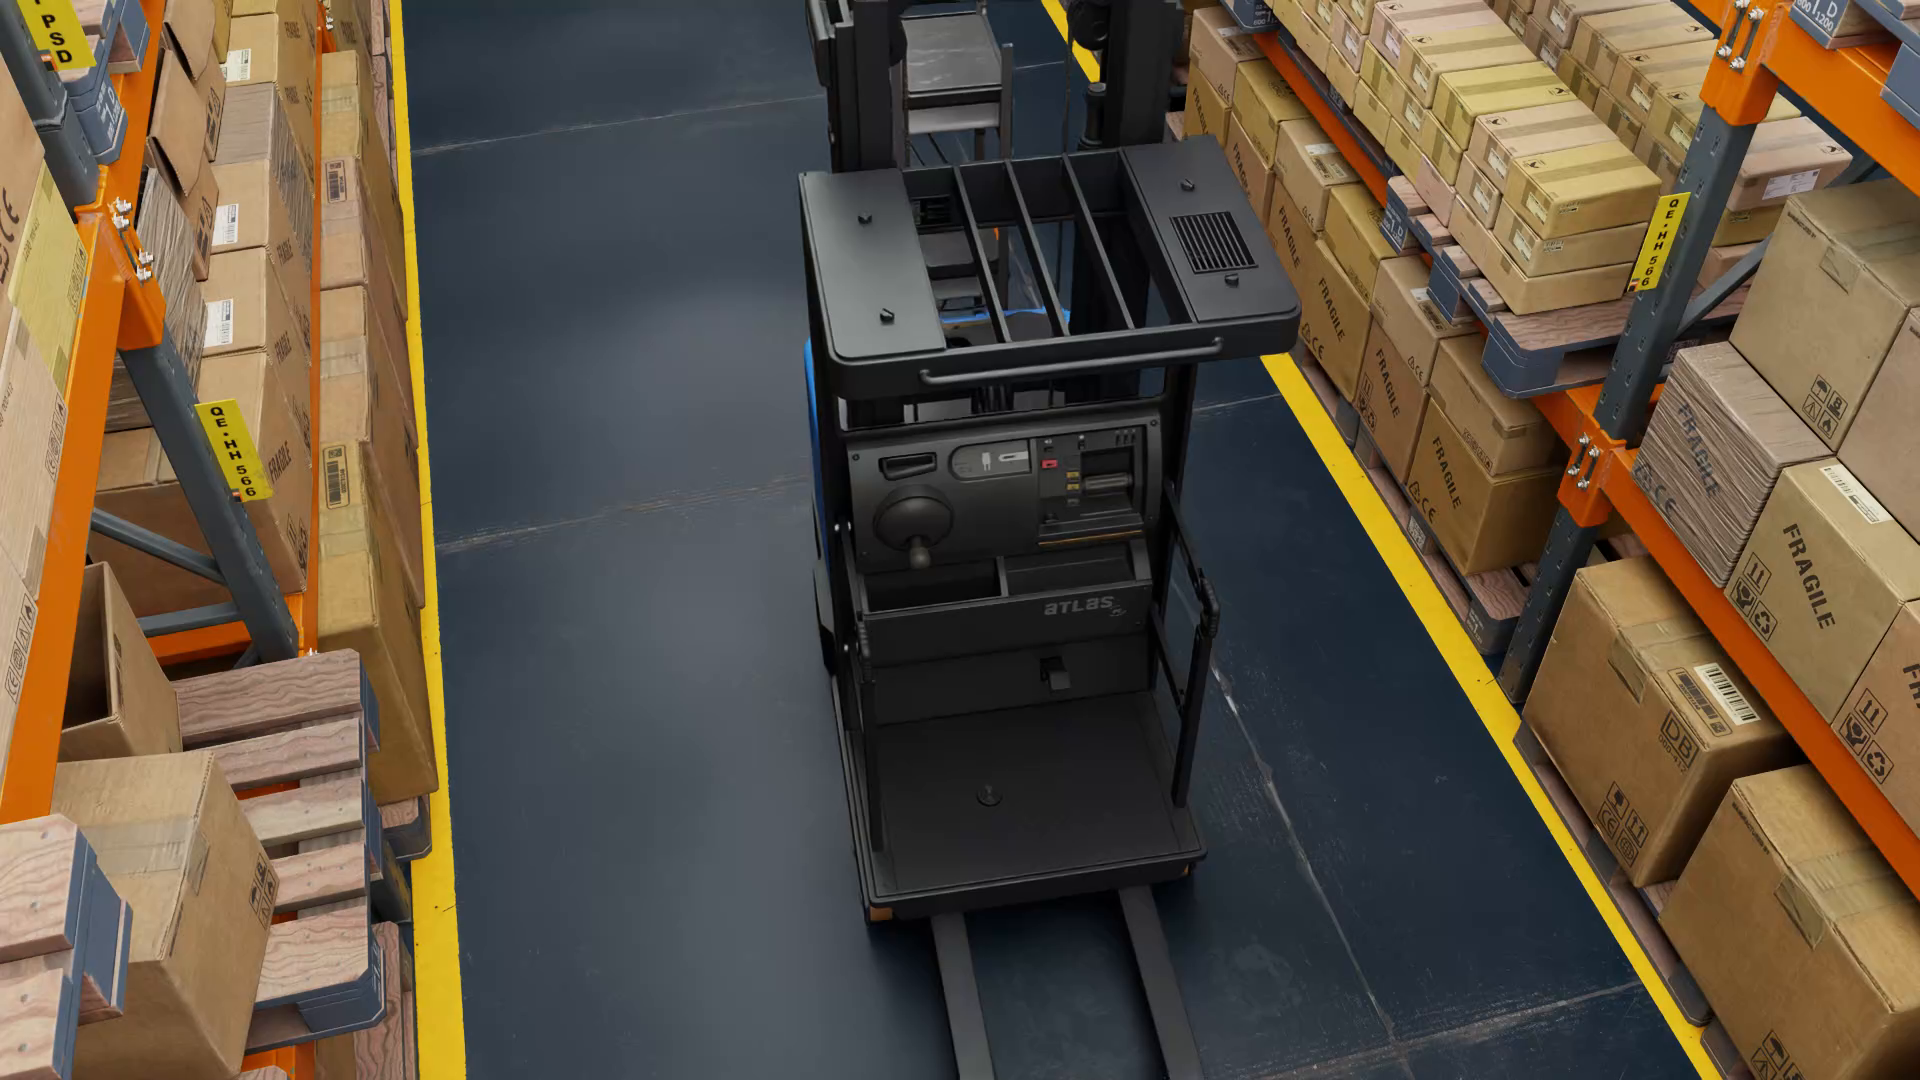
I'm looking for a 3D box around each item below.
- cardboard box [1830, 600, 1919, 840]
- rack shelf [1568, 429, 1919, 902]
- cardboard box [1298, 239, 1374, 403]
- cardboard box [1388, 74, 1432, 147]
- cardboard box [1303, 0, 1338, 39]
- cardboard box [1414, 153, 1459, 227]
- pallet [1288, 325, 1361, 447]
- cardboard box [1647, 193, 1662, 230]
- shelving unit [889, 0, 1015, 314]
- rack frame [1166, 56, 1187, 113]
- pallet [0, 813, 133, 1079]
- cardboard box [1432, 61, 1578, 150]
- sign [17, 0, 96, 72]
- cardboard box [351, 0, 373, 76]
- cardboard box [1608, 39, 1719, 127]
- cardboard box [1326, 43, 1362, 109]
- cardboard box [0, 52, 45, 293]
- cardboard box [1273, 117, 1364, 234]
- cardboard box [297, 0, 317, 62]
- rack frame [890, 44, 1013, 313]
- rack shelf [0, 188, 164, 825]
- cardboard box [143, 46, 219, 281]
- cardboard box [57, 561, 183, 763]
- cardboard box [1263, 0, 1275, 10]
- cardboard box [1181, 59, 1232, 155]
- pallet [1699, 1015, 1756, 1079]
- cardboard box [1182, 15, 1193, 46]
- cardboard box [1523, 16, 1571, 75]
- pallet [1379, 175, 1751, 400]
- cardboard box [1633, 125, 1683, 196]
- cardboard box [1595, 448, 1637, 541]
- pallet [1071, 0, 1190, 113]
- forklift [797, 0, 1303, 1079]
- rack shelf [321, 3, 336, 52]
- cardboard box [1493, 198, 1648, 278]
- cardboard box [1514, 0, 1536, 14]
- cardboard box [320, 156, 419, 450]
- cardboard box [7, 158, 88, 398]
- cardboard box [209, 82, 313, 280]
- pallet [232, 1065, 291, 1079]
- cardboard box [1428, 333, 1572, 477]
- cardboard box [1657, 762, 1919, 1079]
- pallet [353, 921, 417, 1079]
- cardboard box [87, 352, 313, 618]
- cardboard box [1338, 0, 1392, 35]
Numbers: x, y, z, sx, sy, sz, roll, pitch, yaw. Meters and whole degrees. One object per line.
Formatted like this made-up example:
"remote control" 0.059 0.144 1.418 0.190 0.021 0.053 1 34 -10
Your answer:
"cardboard box" 2.622 0.453 4.136 0.500 0.500 0.500 -11 47 -10
"rack shelf" 3.019 1.062 4.112 1.077 0.370 4.000 -11 47 -10
"cardboard box" 1.805 -0.970 7.057 0.500 0.500 0.500 -13 47 -12
"cardboard box" 1.737 -1.529 5.822 0.380 0.149 0.250 -11 47 -10
"cardboard box" 1.541 -2.060 6.342 0.380 0.149 0.250 -12 47 -11
"cardboard box" 1.808 -1.235 5.742 0.380 0.149 0.250 -10 46 -10
"pallet" 1.999 -0.975 7.558 1.003 0.211 1.213 -11 47 -10
"cardboard box" 2.519 -1.160 5.669 0.380 0.149 0.250 -9 46 -8
"shelving unit" -0.068 -1.015 6.275 0.431 2.100 0.503 -7 46 -7
"rack frame" 1.483 -3.332 7.915 1.000 3.000 0.127 -11 47 -10
"pallet" -1.613 0.883 1.816 1.213 0.211 1.003 -11 47 -10
"cardboard box" 1.809 -1.447 5.533 0.380 0.149 0.250 -9 46 -9
"sign" -1.789 -1.062 3.228 0.100 0.325 0.005 -11 47 -10
"cardboard box" -3.660 -2.990 8.773 0.875 0.875 0.875 -11 47 -10
"cardboard box" 2.446 -1.547 5.631 0.380 0.149 0.250 -11 47 -11
"cardboard box" 1.613 -1.772 6.269 0.380 0.149 0.250 -9 46 -9
"cardboard box" -1.950 -0.709 2.825 0.500 0.500 0.500 -10 46 -9
"cardboard box" 1.681 -1.588 7.137 0.500 0.250 0.500 -9 46 -9
"cardboard box" -2.954 -2.257 6.792 0.500 0.500 0.500 -11 47 -10
"rack frame" -0.027 -0.844 6.107 0.400 2.100 0.015 -7 46 -7
"rack shelf" -1.802 0.849 2.221 1.077 0.370 4.000 -11 47 -10
"cardboard box" -2.650 -1.078 4.933 0.797 0.503 0.637 -10 46 -9
"cardboard box" -2.137 0.450 3.844 0.500 0.500 0.500 -16 48 -15
"cardboard box" 1.404 -2.322 6.807 0.380 0.149 0.250 -13 47 -12
"cardboard box" 1.415 -2.045 8.110 0.500 0.500 0.500 -9 46 -9
"pallet" 2.944 1.804 4.834 1.003 0.211 1.213 -11 47 -10
"cardboard box" 1.095 -2.745 8.833 0.380 0.149 0.250 -10 46 -10
"cardboard box" 2.306 -1.821 6.108 0.380 0.149 0.250 -11 47 -10
"pallet" 2.221 -0.976 5.740 1.213 0.211 1.003 -11 47 -10
"cardboard box" 2.506 -1.291 5.588 0.380 0.149 0.250 -9 46 -8
"cardboard box" 2.572 -0.377 6.476 0.500 0.500 0.500 -13 47 -12
"pallet" 1.276 -2.813 9.359 1.003 0.211 1.213 -11 47 -10
"forklift" 0.177 -0.051 4.748 1.130 2.935 3.031 -7 46 -7
"rack shelf" -3.850 -3.624 8.705 1.077 0.370 4.000 -11 47 -10
"cardboard box" 1.940 -0.991 5.295 0.380 0.149 0.250 -10 46 -9
"cardboard box" 2.238 -2.099 6.172 0.380 0.149 0.250 -9 46 -9
"cardboard box" -2.925 -0.843 6.670 1.225 0.875 0.875 -12 47 -12
"cardboard box" -1.955 -0.447 3.093 0.500 0.250 0.500 -11 47 -10
"cardboard box" -2.570 -1.208 5.763 0.500 0.500 0.500 -11 47 -10
"pallet" -1.768 1.693 3.125 1.003 0.211 1.213 -11 47 -10
"cardboard box" 2.078 -0.529 6.099 0.500 0.250 0.500 -12 47 -11
"cardboard box" 2.803 1.110 4.843 1.050 0.750 0.750 -10 46 -10
"pallet" -2.115 1.783 4.855 1.003 0.211 1.213 -11 47 -10
"cardboard box" -2.175 -0.154 4.730 0.500 0.500 0.500 -9 46 -9
"cardboard box" 1.609 -1.985 6.061 0.380 0.149 0.250 -9 46 -8
